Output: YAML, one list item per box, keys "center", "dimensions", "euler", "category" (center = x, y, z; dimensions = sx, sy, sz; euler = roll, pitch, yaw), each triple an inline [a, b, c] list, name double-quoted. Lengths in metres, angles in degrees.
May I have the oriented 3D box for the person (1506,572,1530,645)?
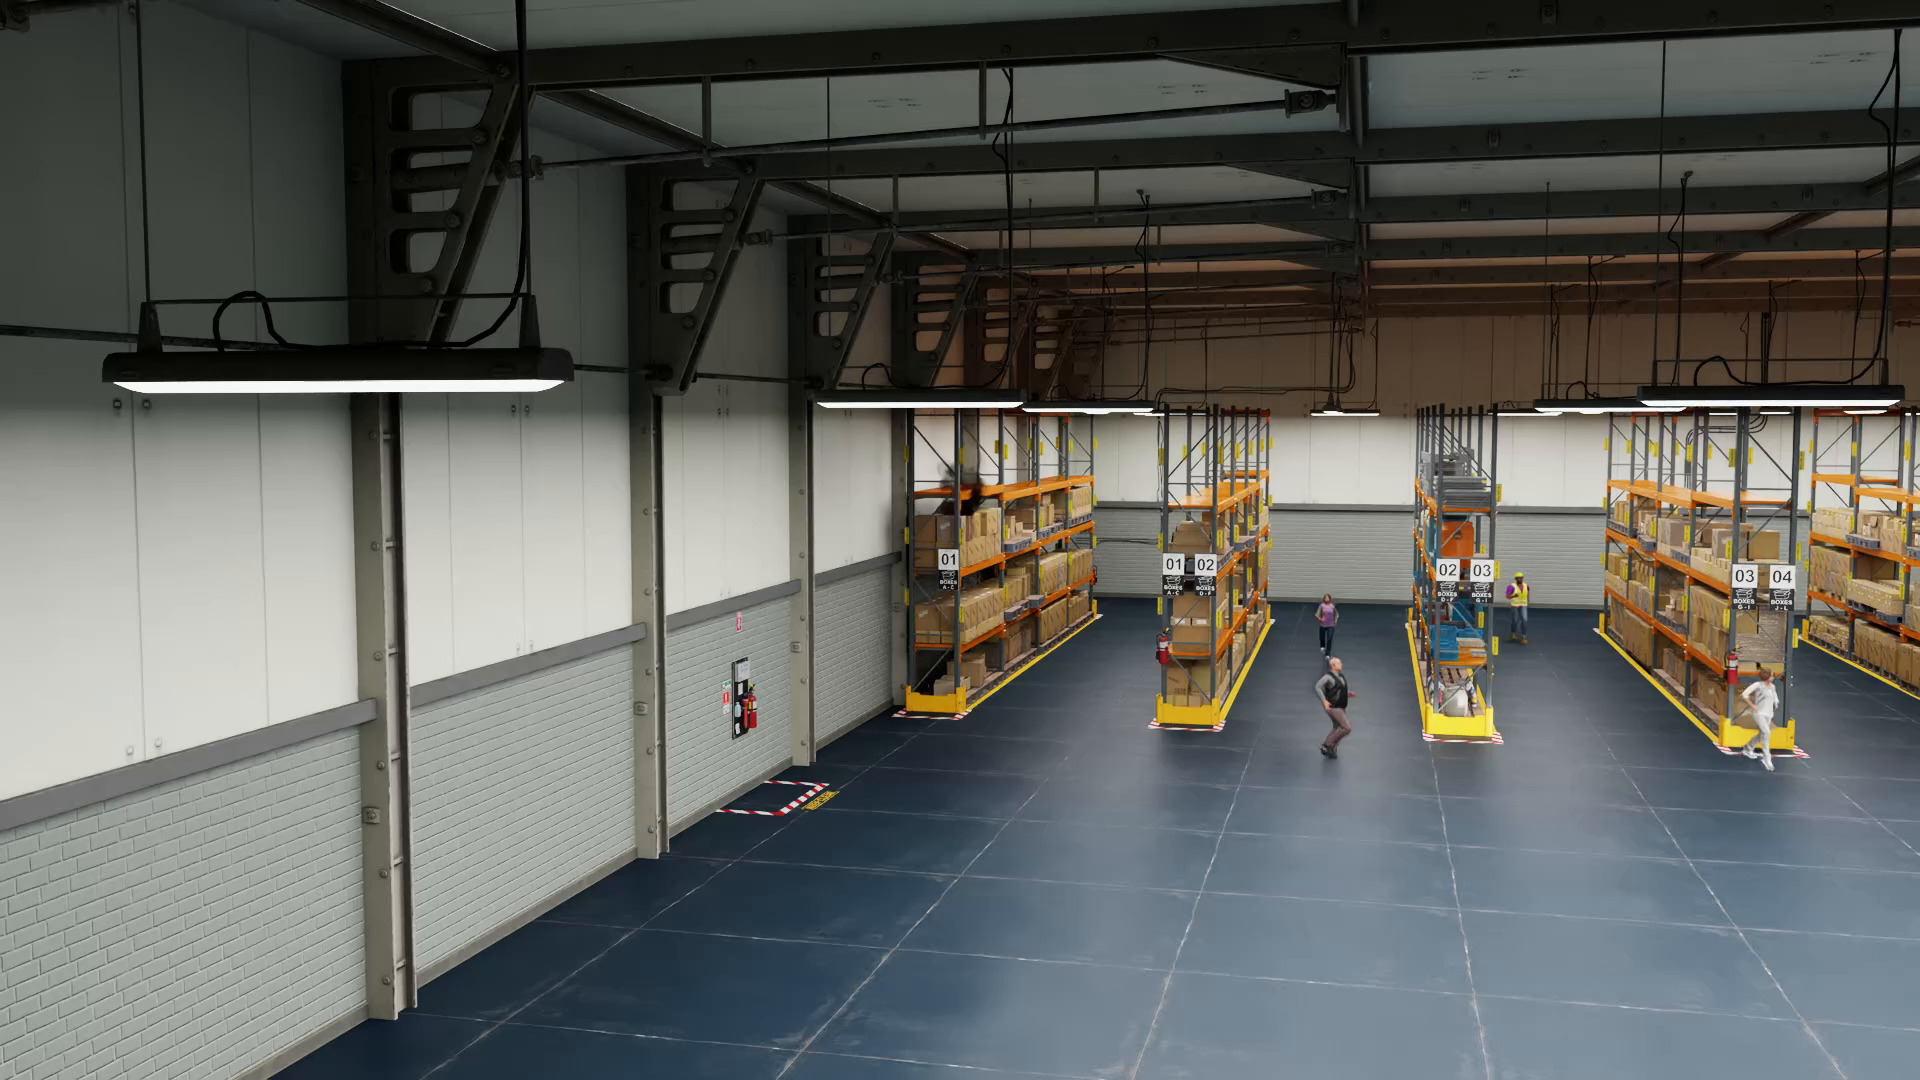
- center: [14.293, 1.735, 42.556]
  dimensions: [0.682, 1.821, 0.765]
  euler: [0, 4, 2]
  category: "person"

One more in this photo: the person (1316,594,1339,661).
- center: [8.751, 2.058, 39.624]
  dimensions: [0.548, 1.558, 0.719]
  euler: [1, 4, 10]
  category: "person"

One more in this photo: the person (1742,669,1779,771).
- center: [13.282, 2.923, 27.475]
  dimensions: [0.538, 1.611, 0.828]
  euler: [-2, 4, -22]
  category: "person"

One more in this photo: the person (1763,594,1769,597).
- center: [21.470, 1.613, 44.430]
  dimensions: [0.883, 1.752, 0.761]
  euler: [0, 4, -5]
  category: "person"

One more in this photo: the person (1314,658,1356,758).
- center: [6.349, 2.828, 27.957]
  dimensions: [0.651, 1.685, 0.639]
  euler: [3, 5, 38]
  category: "person"
